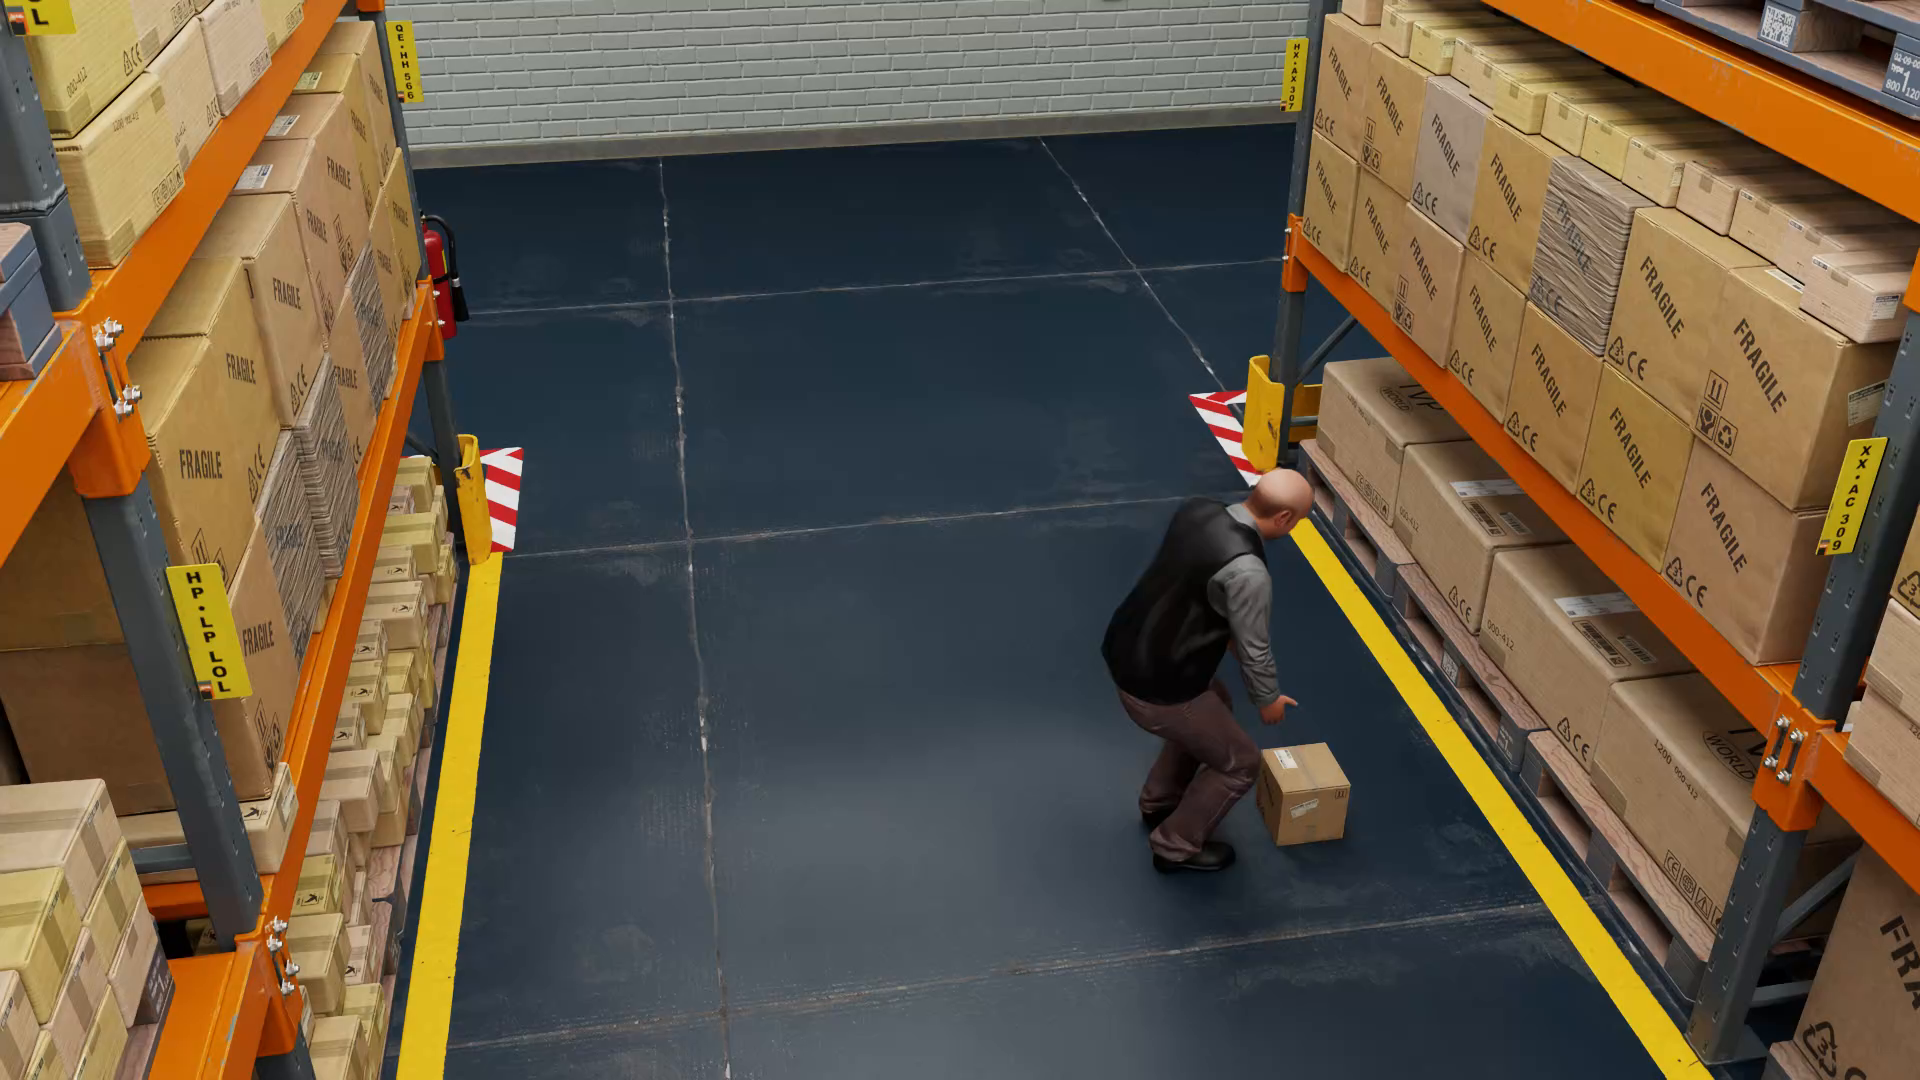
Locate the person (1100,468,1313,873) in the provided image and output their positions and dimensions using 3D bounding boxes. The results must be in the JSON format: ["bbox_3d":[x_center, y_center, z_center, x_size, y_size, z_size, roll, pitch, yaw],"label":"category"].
[{"bbox_3d":[0.819,0.430,5.689,0.669,1.461,0.590,-5,31,-9],"label":"person"}]
